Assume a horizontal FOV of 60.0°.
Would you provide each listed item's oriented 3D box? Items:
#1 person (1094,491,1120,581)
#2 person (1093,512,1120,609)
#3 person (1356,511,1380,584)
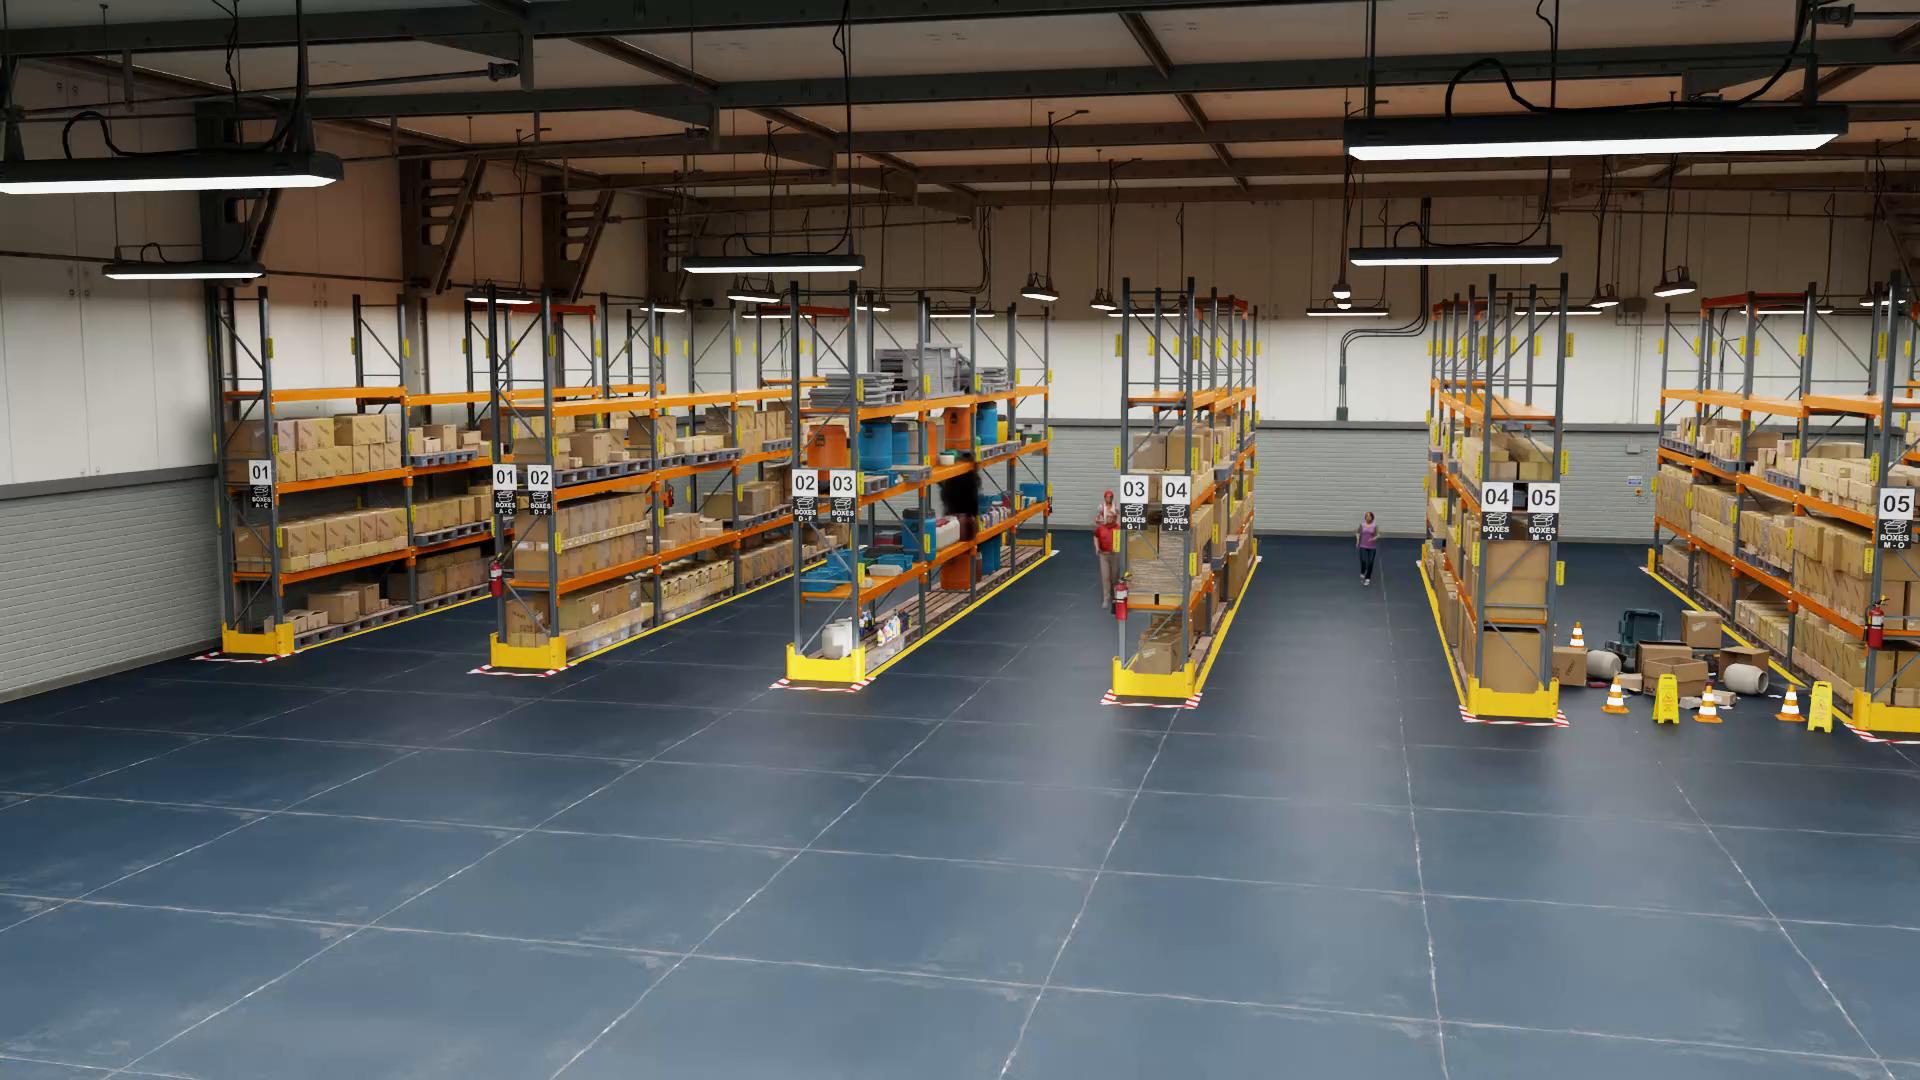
[{"bbox_3d":[3.100,-0.088,34.575,0.632,1.880,0.700,1,7,5],"label":"person"},{"bbox_3d":[2.761,0.395,30.626,0.666,1.704,0.780,2,7,13],"label":"person"},{"bbox_3d":[8.635,0.174,35.239,0.521,1.565,0.585,2,7,16],"label":"person"}]
